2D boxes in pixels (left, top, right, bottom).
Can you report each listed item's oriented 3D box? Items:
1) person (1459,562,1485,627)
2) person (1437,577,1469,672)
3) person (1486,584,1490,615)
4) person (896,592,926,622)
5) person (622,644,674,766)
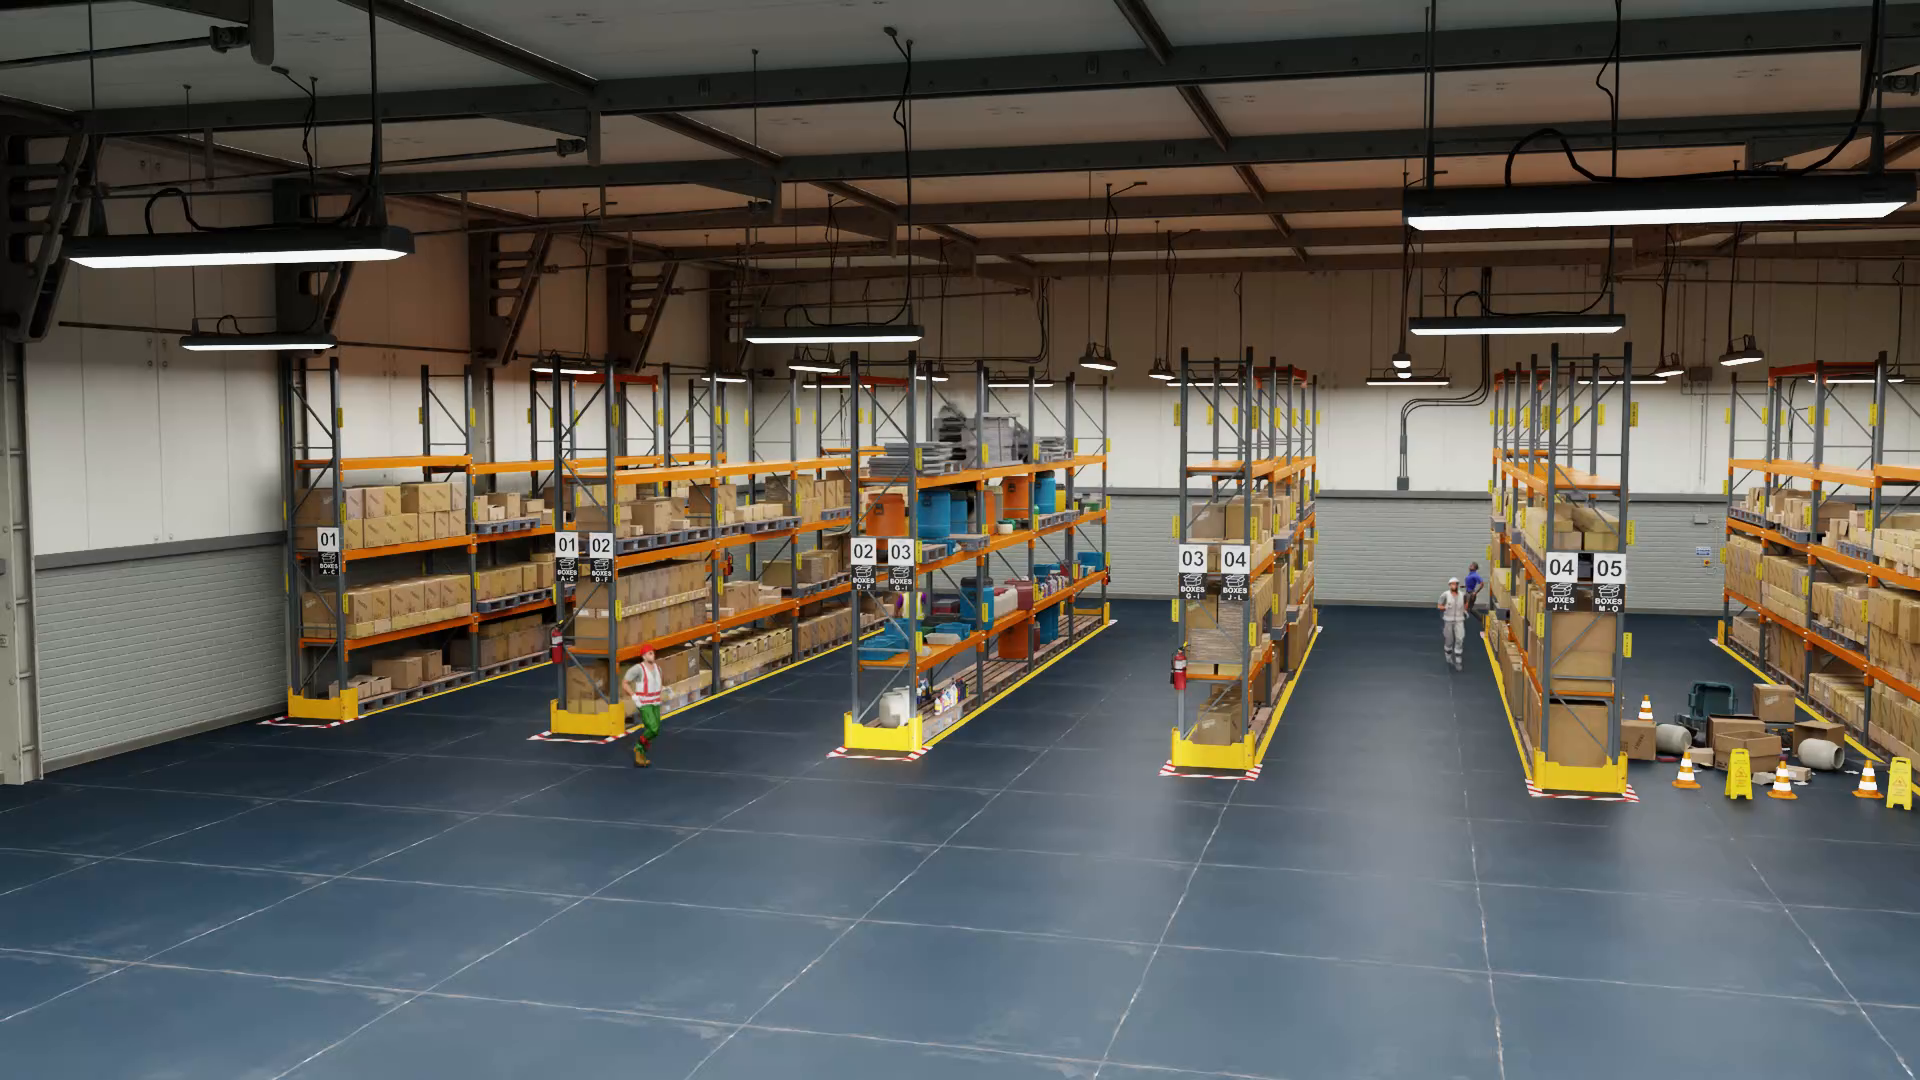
[{"bbox_3d":[12.007,1.360,39.157,0.856,1.536,0.624,1,4,11],"label":"person"},{"bbox_3d":[9.847,1.655,33.184,0.643,1.829,0.850,1,4,9],"label":"person"},{"bbox_3d":[12.756,1.315,39.145,0.688,1.738,0.598,0,4,-6],"label":"person"},{"bbox_3d":[-0.941,1.581,33.315,0.708,1.604,0.899,1,4,7],"label":"person"},{"bbox_3d":[-4.435,2.363,23.819,0.624,1.741,0.633,3,5,33],"label":"person"}]
